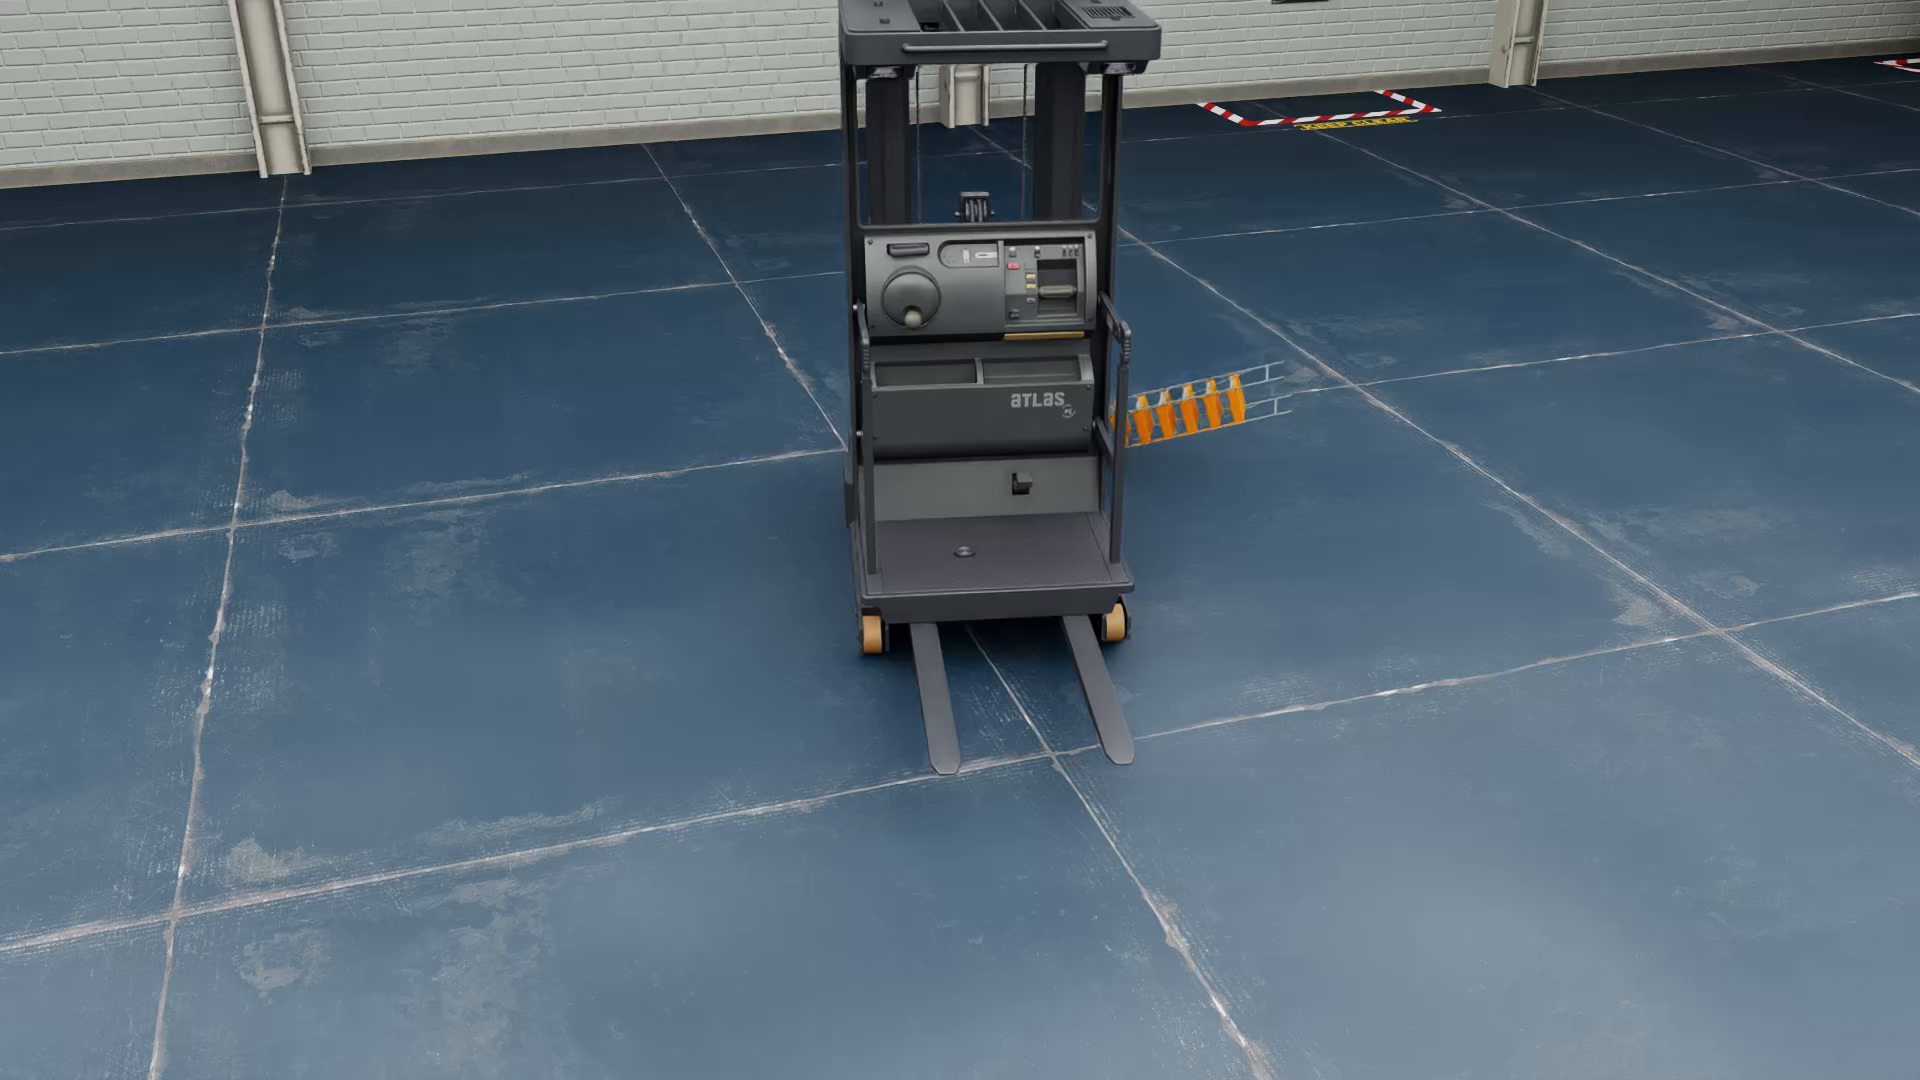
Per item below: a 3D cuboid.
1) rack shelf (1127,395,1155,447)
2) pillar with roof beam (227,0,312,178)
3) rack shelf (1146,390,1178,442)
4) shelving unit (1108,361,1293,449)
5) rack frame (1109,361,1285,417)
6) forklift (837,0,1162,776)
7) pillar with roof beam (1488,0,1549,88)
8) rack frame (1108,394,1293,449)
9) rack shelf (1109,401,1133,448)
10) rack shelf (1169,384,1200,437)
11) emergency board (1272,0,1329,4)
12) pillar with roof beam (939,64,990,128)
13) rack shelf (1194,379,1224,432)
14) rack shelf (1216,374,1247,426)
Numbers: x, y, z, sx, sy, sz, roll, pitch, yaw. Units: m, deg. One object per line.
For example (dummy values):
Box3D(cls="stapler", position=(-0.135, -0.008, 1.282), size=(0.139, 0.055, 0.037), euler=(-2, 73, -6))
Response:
Box3D(cls="rack shelf", position=(0.913, -0.614, 8.473), size=(0.103, 0.180, 0.258), euler=(-12, 23, 17))
Box3D(cls="pillar with roof beam", position=(-4.334, -5.310, 8.326), size=(0.400, 9.000, 9.100), euler=(-8, 28, -16))
Box3D(cls="rack shelf", position=(1.025, -0.637, 8.438), size=(0.103, 0.180, 0.258), euler=(-12, 23, 17))
Box3D(cls="shelving unit", position=(1.067, -0.646, 8.425), size=(1.200, 0.189, 0.258), euler=(-12, 23, 17))
Box3D(cls="rack frame", position=(1.040, -0.726, 8.391), size=(1.200, 0.006, 0.240), euler=(-12, 23, 17))
Box3D(cls="forklift", position=(0.109, -1.002, 6.472), size=(1.130, 2.935, 3.031), euler=(-3, 27, -5))
Box3D(cls="pillar with roof beam", position=(7.076, -6.962, 11.654), size=(0.400, 9.000, 9.100), euler=(-8, 28, -16))
Box3D(cls="rack frame", position=(1.094, -0.566, 8.459), size=(1.200, 0.006, 0.240), euler=(-12, 23, 17))
Box3D(cls="rack shelf", position=(0.801, -0.591, 8.508), size=(0.103, 0.180, 0.258), euler=(-12, 23, 17))
Box3D(cls="rack shelf", position=(1.138, -0.661, 8.403), size=(0.103, 0.180, 0.258), euler=(-12, 23, 17))
Box3D(cls="emergency board", position=(3.367, -5.778, 16.015), size=(0.626, 1.169, 0.157), euler=(-8, 28, -16))
Box3D(cls="pillar with roof beam", position=(1.371, -6.136, 9.990), size=(0.400, 9.000, 9.100), euler=(-8, 28, -16))
Box3D(cls="rack shelf", position=(1.250, -0.684, 8.368), size=(0.103, 0.180, 0.258), euler=(-12, 23, 17))
Box3D(cls="rack shelf", position=(1.362, -0.707, 8.332), size=(0.103, 0.180, 0.258), euler=(-12, 23, 17))
